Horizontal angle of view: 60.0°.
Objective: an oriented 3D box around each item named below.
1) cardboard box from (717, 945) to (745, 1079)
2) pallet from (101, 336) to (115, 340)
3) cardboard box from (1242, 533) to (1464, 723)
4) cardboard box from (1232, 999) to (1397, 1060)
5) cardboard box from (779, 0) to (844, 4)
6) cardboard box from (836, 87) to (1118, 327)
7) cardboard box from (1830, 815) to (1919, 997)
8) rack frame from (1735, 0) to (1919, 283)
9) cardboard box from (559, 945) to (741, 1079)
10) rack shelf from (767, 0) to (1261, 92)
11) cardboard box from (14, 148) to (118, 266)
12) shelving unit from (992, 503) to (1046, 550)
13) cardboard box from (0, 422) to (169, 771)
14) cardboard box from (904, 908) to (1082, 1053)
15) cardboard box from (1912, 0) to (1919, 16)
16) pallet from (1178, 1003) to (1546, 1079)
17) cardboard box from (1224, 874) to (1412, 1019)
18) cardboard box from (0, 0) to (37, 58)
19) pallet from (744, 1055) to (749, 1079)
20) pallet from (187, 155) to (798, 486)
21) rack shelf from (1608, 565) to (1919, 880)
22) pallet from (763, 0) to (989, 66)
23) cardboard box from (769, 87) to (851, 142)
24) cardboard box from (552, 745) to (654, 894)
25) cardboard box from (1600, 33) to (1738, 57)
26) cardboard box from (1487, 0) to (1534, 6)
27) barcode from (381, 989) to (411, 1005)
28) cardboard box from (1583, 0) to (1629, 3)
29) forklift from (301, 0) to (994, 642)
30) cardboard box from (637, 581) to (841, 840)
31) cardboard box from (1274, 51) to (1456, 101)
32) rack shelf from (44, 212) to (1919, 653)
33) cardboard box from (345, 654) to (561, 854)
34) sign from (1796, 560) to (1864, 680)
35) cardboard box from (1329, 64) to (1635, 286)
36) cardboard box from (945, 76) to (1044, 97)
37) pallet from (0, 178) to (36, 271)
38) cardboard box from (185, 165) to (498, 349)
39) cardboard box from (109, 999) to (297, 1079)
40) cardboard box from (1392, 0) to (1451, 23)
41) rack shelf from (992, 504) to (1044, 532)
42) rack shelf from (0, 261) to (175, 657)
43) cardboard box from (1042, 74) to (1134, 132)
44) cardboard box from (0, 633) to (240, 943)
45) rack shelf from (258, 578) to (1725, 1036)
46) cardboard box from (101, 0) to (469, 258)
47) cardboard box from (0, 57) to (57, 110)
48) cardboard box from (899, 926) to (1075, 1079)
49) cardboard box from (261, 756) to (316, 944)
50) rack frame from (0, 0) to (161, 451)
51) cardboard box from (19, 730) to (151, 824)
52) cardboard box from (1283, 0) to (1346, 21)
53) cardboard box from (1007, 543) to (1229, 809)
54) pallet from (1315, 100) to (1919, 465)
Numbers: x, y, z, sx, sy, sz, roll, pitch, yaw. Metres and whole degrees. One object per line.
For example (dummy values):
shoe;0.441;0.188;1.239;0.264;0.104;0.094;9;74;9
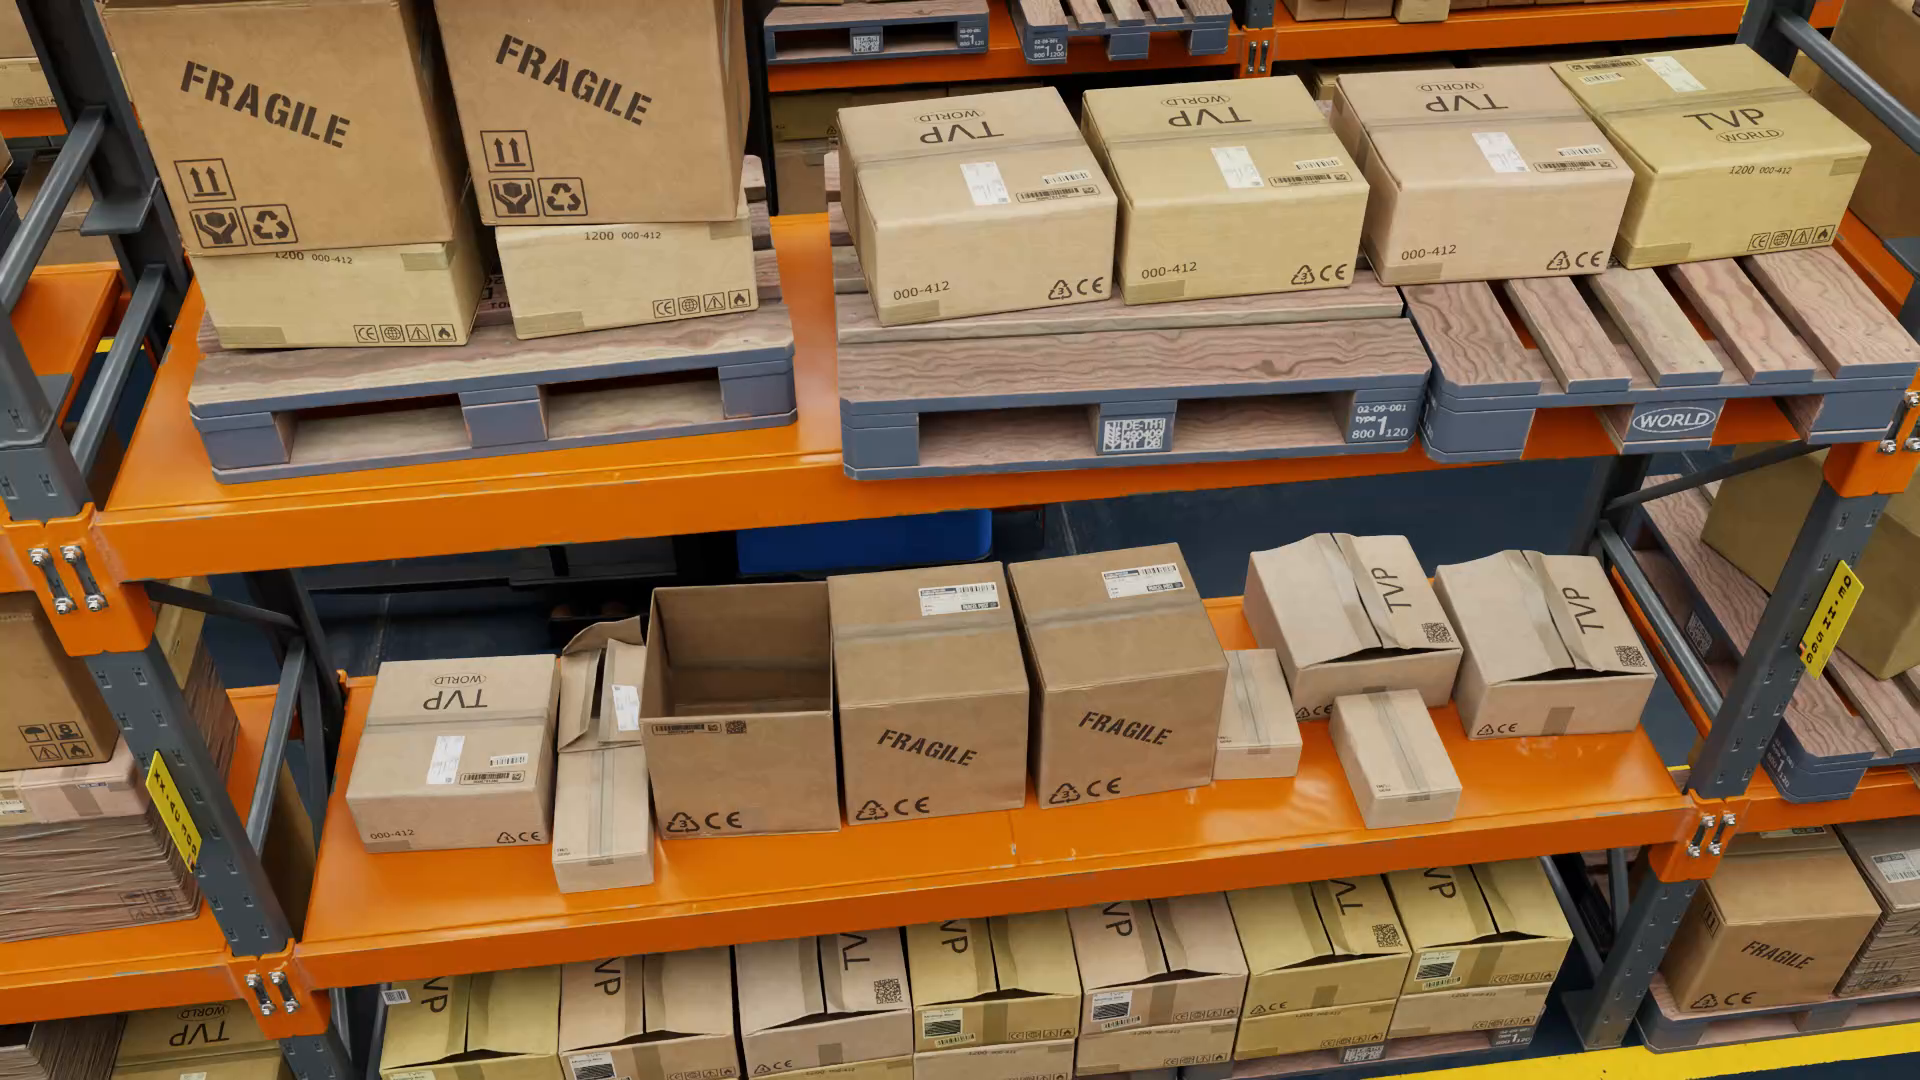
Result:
cardboard box;-0.940;1.562;5.234;0.500;0.250;0.500;-4;42;-4
pallet;-4.399;-1.454;8.919;1.213;0.211;1.003;-5;42;-6
cardboard box;1.175;0.245;5.020;0.500;0.311;0.500;-5;42;-6
cardboard box;1.086;1.383;5.432;0.500;0.250;0.500;-5;42;-6
cardboard box;-0.812;-3.023;8.174;0.500;0.500;0.700;0;42;0
cardboard box;0.024;-0.729;3.593;0.500;0.250;0.500;-8;43;-9
cardboard box;3.094;1.129;5.512;0.500;0.500;0.500;-6;42;-7
rack frame;2.087;-1.965;2.925;0.127;3.000;1.000;-5;42;-6
cardboard box;-0.940;1.357;5.042;0.500;0.311;0.500;-5;42;-6
rack shelf;-0.542;-2.586;8.629;4.000;0.370;1.077;-5;42;-6
cardboard box;-4.495;-1.647;8.590;0.500;0.500;0.700;-7;43;-8
shelving unit;0.238;-0.406;7.131;0.252;1.050;0.215;-4;42;-4
cardboard box;-2.319;0.134;4.033;0.500;0.500;0.700;-5;42;-5
cardboard box;0.087;1.263;5.147;0.500;0.311;0.500;-4;42;-4
cardboard box;2.520;-1.293;3.598;0.500;0.500;0.500;-5;42;-6
pallet;1.265;1.344;5.817;1.213;0.211;1.003;-5;42;-6
cardboard box;1.085;1.178;5.240;0.500;0.311;0.500;-6;42;-6
cardboard box;-4.464;-2.533;7.572;0.500;0.500;0.500;-4;42;-4
pallet;-1.154;1.556;5.582;1.213;0.211;1.003;-5;42;-6
pallet;-1.007;-0.518;3.703;1.217;0.209;0.805;-7;42;-7
rack shelf;4.070;0.357;5.367;4.000;0.370;1.077;-5;42;-6
pallet;-0.517;-2.756;8.424;1.213;0.211;1.003;-5;42;-6
cardboard box;-0.846;-2.356;8.815;0.500;0.250;0.500;-6;42;-7
cardboard box;-0.974;0.763;4.568;0.250;0.149;0.380;-5;42;-6
cardboard box;3.898;-2.510;9.299;0.750;0.750;0.750;-4;42;-4
cardboard box;2.812;-2.930;8.647;0.250;0.149;0.380;-4;42;-5
barcode;-1.572;1.273;4.635;0.075;0.075;0.001;-5;42;-6
cardboard box;3.317;-2.956;8.675;0.250;0.149;0.380;-5;42;-5
forklift;-1.403;-1.030;6.419;3.031;2.935;1.130;-4;42;-4
cardboard box;-0.593;0.472;4.628;0.500;0.500;0.500;-2;42;-2
cardboard box;2.187;-2.361;9.134;0.750;0.750;0.750;-6;42;-6
rack shelf;0.104;-0.410;3.978;4.000;0.370;1.077;-5;42;-6
cardboard box;-1.397;0.594;4.679;0.500;0.250;0.500;-3;42;-3
sign;2.162;0.202;4.138;0.005;0.325;0.100;-5;42;-6
cardboard box;1.127;-0.817;3.690;0.500;0.250;0.500;-4;42;-4
cardboard box;0.160;-2.435;8.903;0.500;0.250;0.500;-4;42;-5
pallet;-2.722;-0.379;3.473;1.213;0.211;1.003;-5;42;-6
cardboard box;-1.267;-0.651;3.506;0.500;0.250;0.500;-1;42;-1
cardboard box;-2.311;1.661;5.124;0.500;0.250;0.500;-5;42;-6
cardboard box;2.323;-2.798;8.501;0.250;0.149;0.380;-4;42;-4
rack shelf;0.238;-0.192;7.324;0.240;0.259;0.215;-4;42;-4
rack shelf;-3.863;-0.063;3.592;4.000;0.370;1.077;-5;42;-6
cardboard box;0.734;-2.164;9.163;0.500;0.500;0.700;-4;42;-5
cardboard box;-2.319;0.616;4.468;0.500;0.500;0.700;-6;42;-7
rack shelf;0.104;0.704;4.982;4.000;0.370;1.077;-5;42;-6
cardboard box;-1.263;-0.909;3.233;0.500;0.500;0.500;-5;42;-5
cardboard box;-4.446;-2.252;7.820;0.500;0.250;0.500;-5;42;-5
cardboard box;0.077;1.471;5.334;0.500;0.250;0.500;-4;42;-5
cardboard box;-2.380;1.029;5.264;0.500;0.500;0.500;-5;42;-6
rack frame;-1.879;-1.617;2.539;0.127;3.000;1.000;-5;42;-6
cardboard box;-2.121;0.498;4.114;0.250;0.149;0.380;-5;42;-6
cardboard box;1.797;-2.815;8.519;0.250;0.149;0.380;-6;42;-6
cardboard box;0.425;0.383;4.727;0.500;0.500;0.500;-7;43;-8
pallet;1.425;-0.662;3.861;1.003;0.211;1.213;-3;42;-4
